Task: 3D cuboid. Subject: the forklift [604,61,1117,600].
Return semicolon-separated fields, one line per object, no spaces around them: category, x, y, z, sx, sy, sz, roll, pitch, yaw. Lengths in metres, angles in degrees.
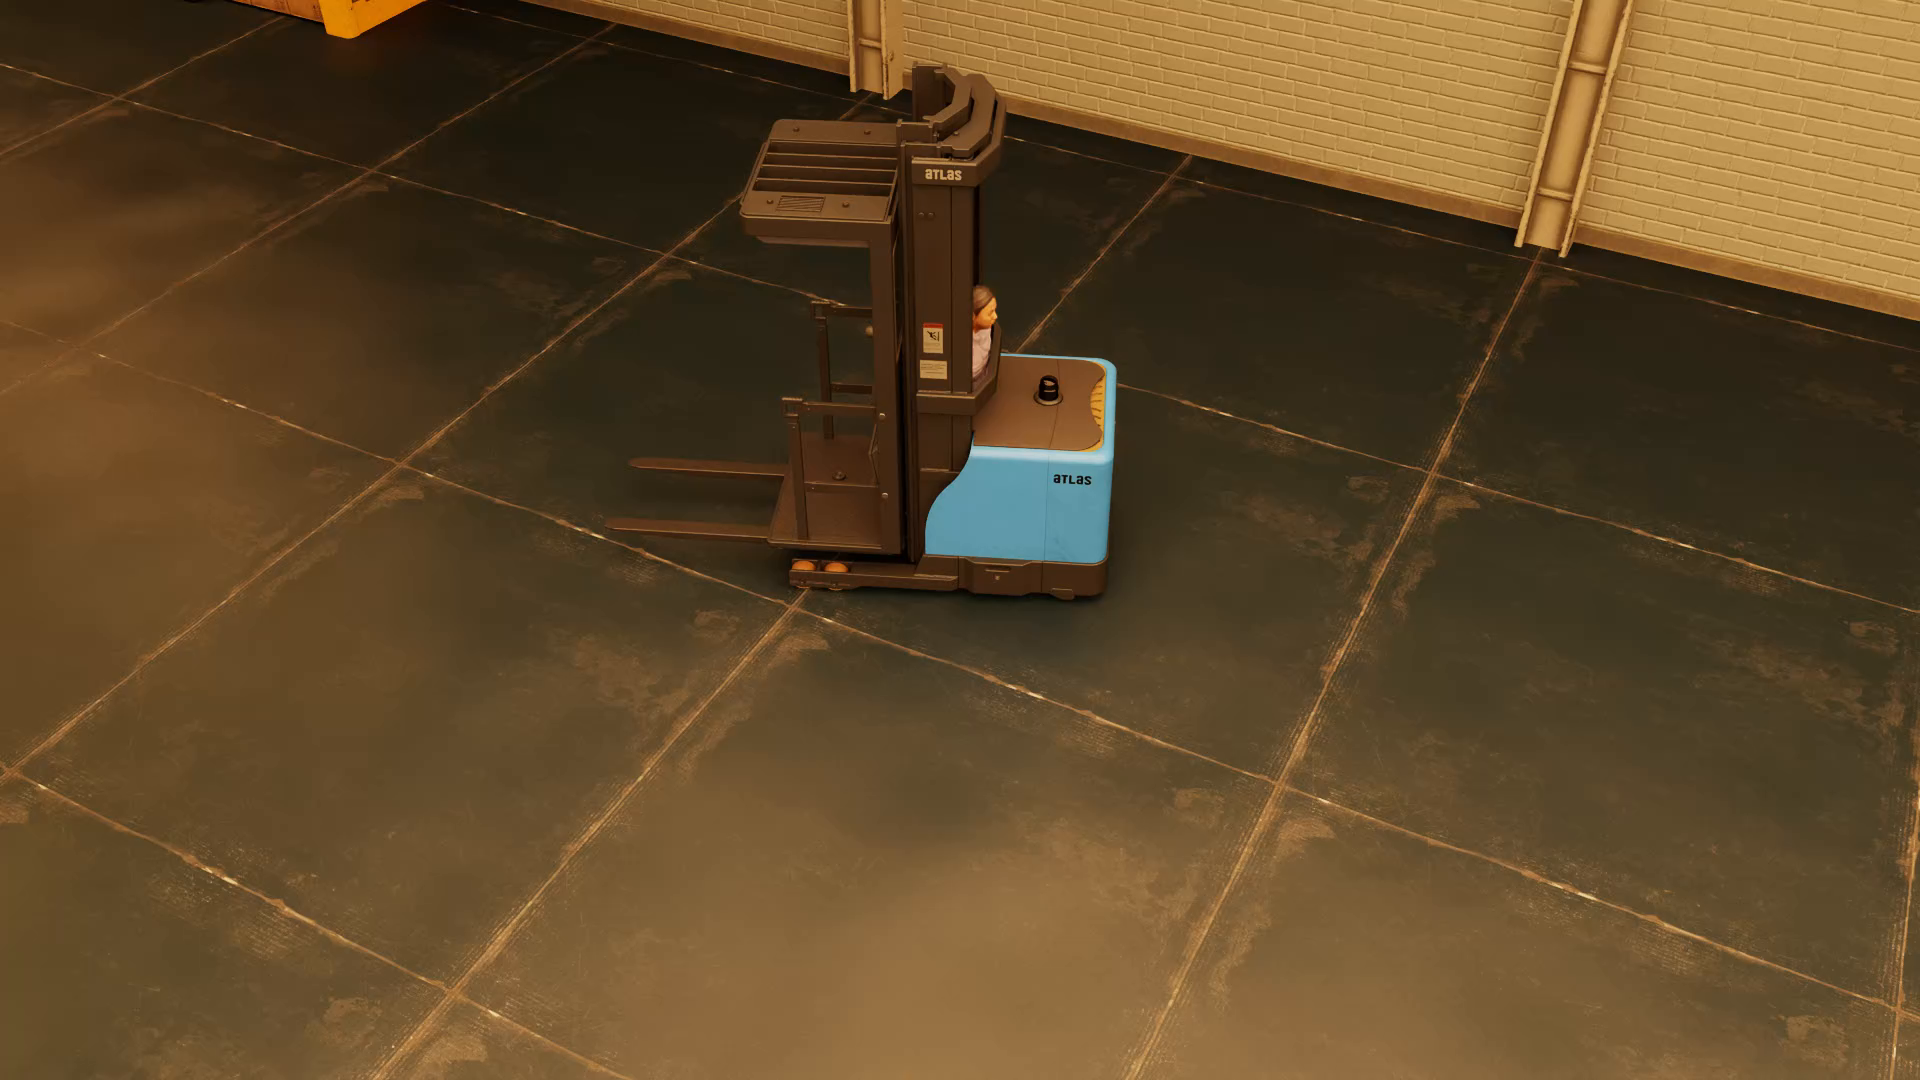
forklift;-0.606;-1.157;9.360;3.031;2.935;1.130;3;40;4

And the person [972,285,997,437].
person;0.027;-0.748;9.620;0.372;1.651;0.561;16;43;18
